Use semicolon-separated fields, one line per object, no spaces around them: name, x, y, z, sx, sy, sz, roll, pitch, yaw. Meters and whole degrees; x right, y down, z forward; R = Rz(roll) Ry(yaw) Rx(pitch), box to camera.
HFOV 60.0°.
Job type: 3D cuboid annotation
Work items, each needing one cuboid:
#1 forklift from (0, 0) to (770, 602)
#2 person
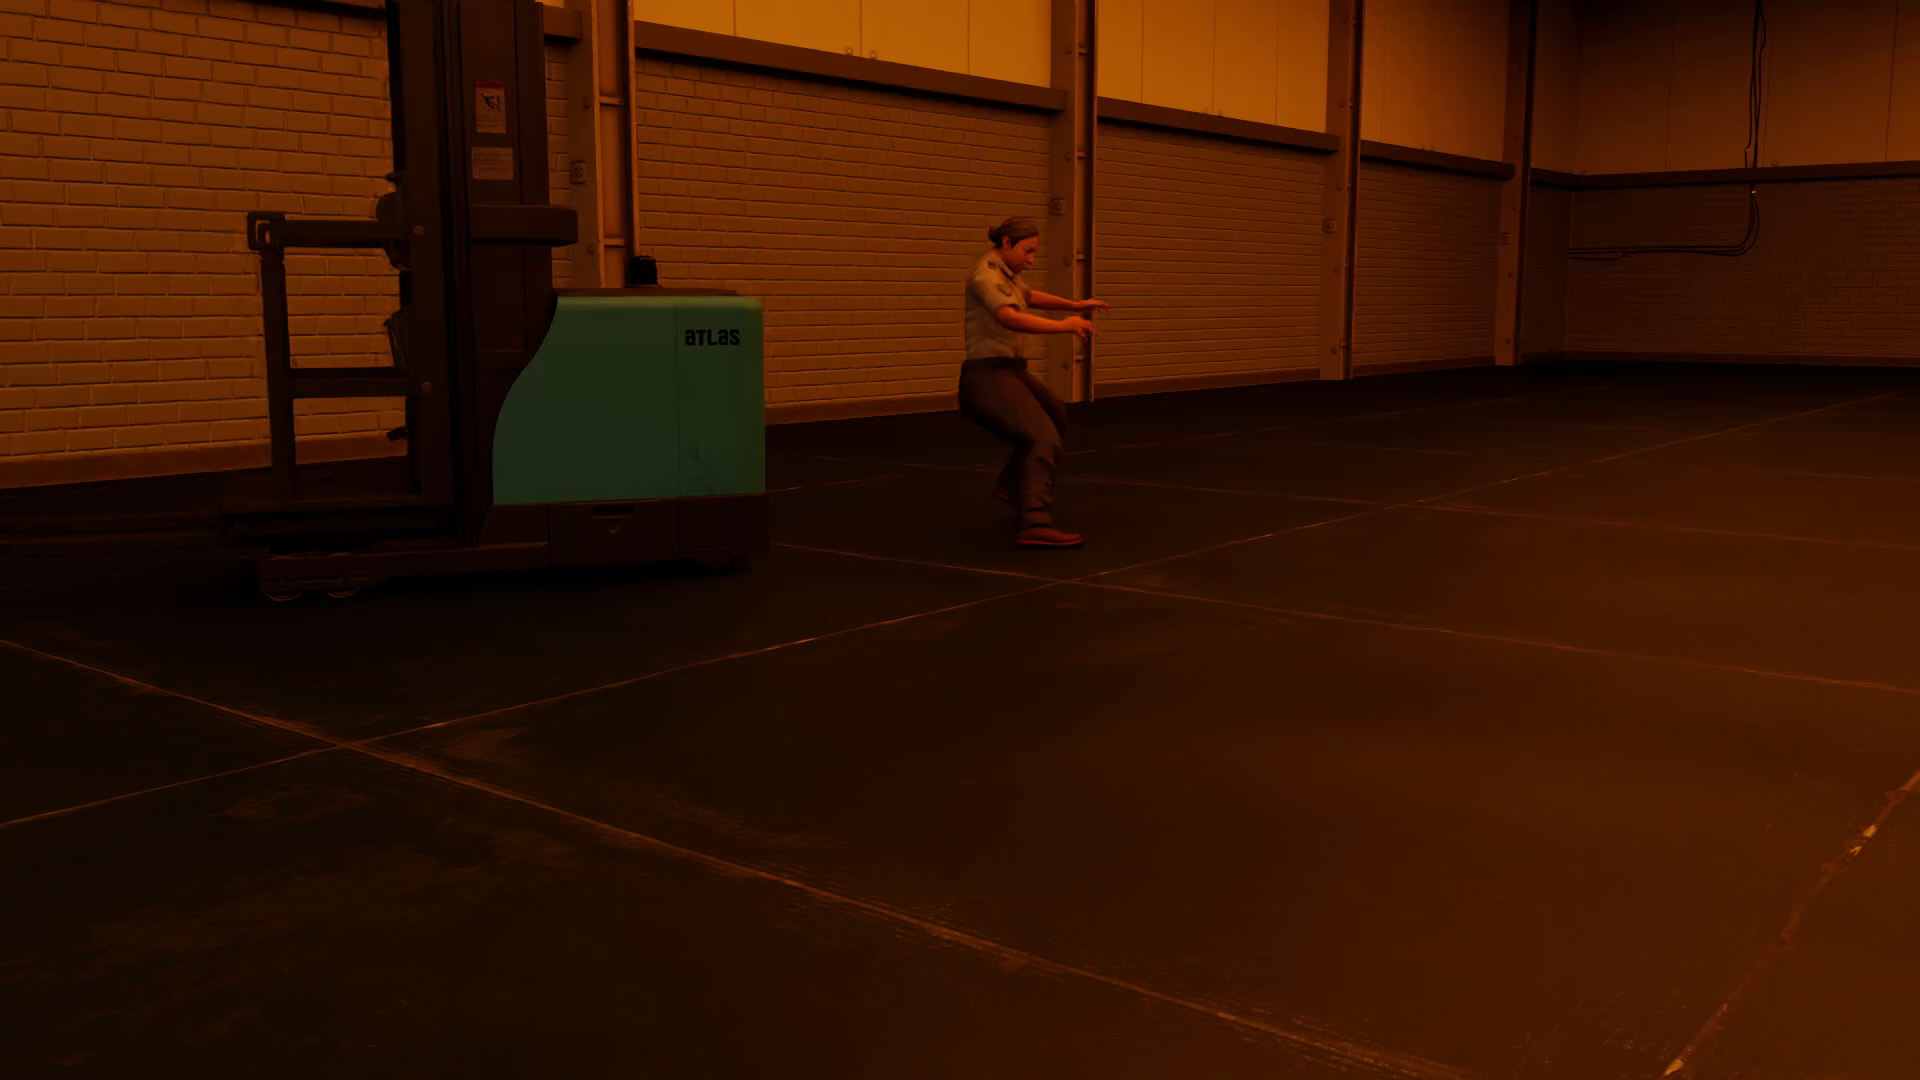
forklift;-2.323;-1.317;6.281;3.031;2.935;1.130;-3;9;-20
person;0.327;-0.754;7.621;0.626;1.430;1.204;2;9;12
